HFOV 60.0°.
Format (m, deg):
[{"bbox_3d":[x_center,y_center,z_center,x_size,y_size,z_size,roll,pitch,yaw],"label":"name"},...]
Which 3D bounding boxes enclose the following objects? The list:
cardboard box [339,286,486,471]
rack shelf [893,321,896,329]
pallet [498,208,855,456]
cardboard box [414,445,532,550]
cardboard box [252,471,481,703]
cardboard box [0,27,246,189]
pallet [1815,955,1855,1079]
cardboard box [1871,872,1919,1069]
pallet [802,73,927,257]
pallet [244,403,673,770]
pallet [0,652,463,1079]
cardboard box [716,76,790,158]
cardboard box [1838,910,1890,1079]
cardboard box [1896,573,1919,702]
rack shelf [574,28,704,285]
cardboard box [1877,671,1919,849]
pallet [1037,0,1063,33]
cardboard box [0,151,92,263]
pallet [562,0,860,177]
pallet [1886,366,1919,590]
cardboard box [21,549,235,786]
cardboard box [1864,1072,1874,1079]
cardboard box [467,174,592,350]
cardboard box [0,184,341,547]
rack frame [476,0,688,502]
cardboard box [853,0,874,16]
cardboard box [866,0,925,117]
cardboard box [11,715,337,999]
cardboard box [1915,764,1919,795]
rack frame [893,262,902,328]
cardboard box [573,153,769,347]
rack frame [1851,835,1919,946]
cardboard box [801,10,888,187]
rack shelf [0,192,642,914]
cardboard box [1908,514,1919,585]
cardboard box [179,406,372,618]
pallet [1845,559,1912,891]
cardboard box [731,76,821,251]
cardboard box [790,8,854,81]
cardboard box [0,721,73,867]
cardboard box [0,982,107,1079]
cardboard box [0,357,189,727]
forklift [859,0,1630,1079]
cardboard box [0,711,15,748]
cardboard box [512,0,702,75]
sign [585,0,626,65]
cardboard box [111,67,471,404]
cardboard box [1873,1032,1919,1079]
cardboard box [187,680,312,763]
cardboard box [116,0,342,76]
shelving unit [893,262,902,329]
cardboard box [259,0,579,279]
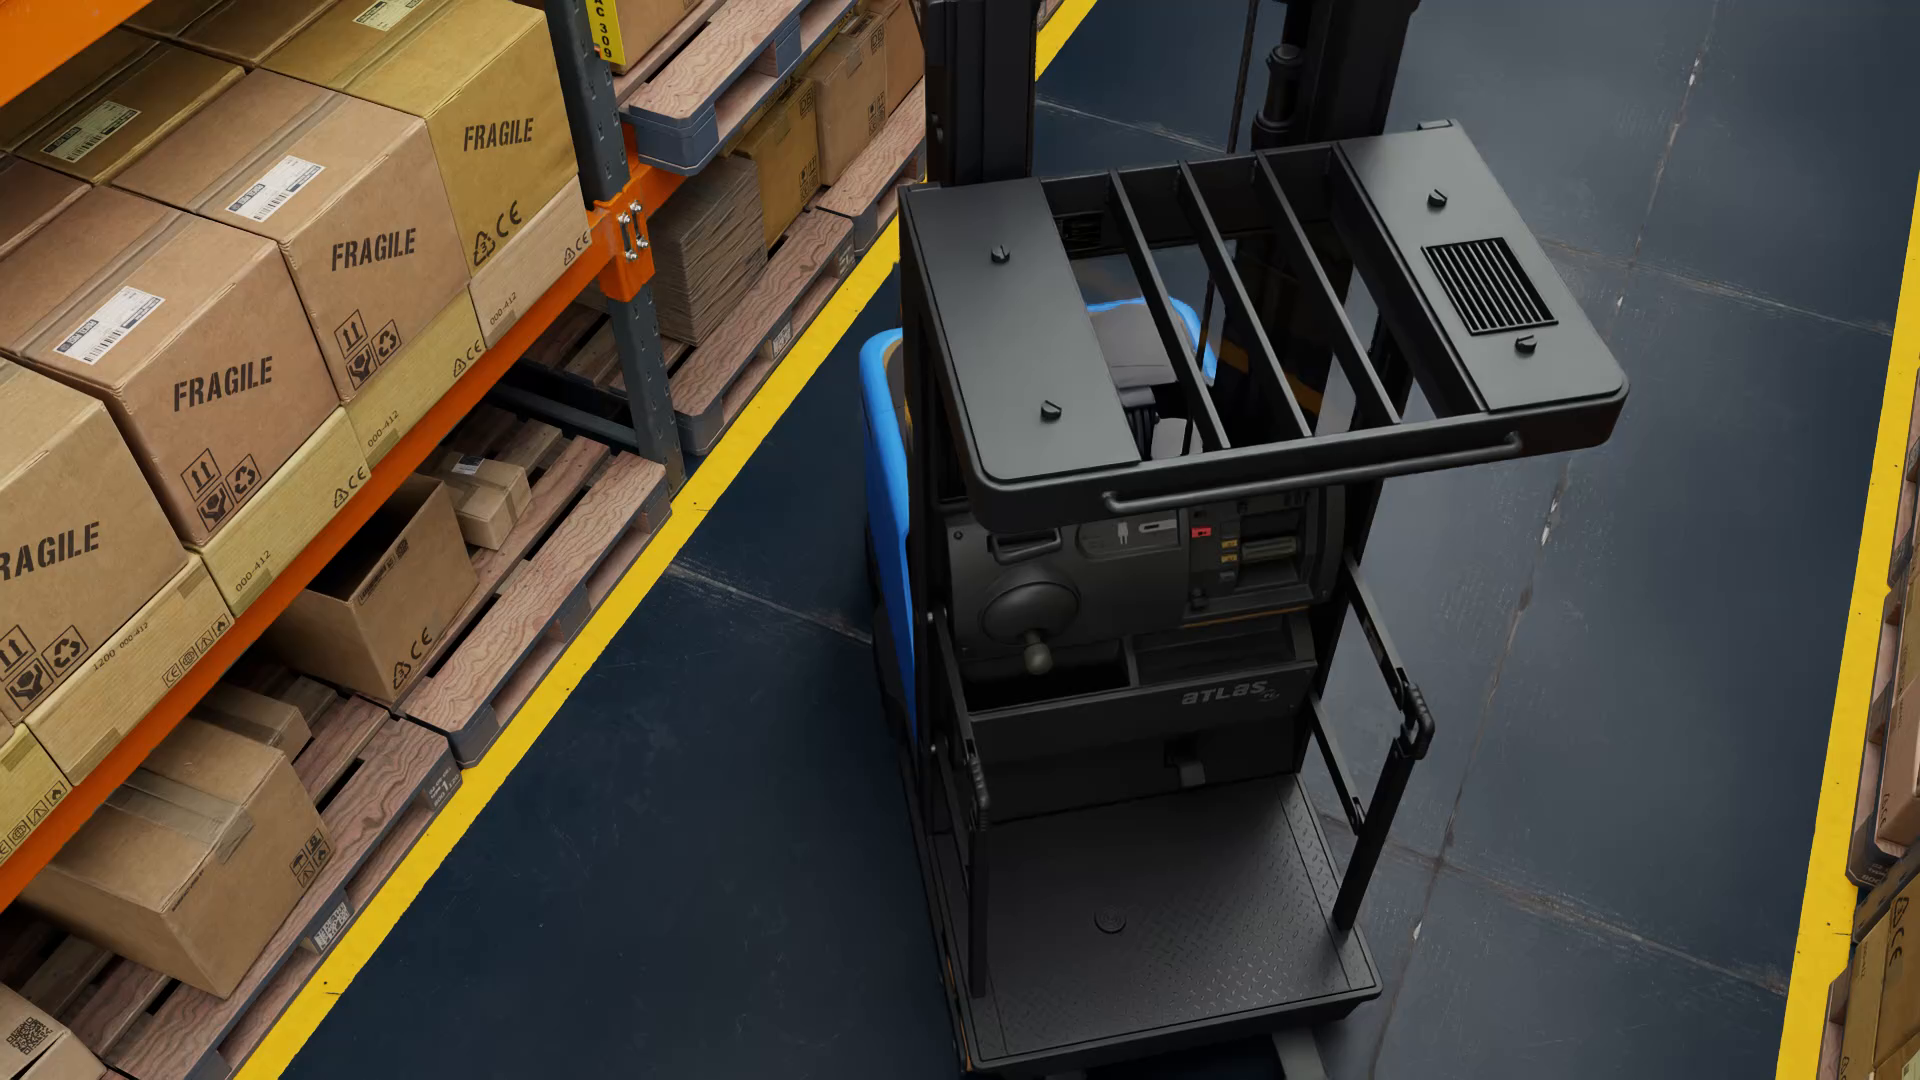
[{"bbox_3d":[-1.598,-0.497,4.289,0.500,0.250,0.500,20,52,16],"label":"cardboard box"},{"bbox_3d":[-0.060,-0.680,5.125,0.258,0.103,0.180,7,50,7],"label":"rack shelf"},{"bbox_3d":[-1.118,-0.938,6.409,1.003,0.211,1.213,20,52,16],"label":"pallet"},{"bbox_3d":[-1.651,-0.151,5.480,0.380,0.166,0.250,14,51,11],"label":"cardboard box"},{"bbox_3d":[-1.857,0.091,5.056,0.500,0.500,0.500,16,52,13],"label":"cardboard box"},{"bbox_3d":[-2.064,-0.895,4.135,0.500,0.500,0.500,20,52,16],"label":"cardboard box"},{"bbox_3d":[2.653,1.742,4.129,1.003,0.211,1.213,20,52,16],"label":"pallet"},{"bbox_3d":[2.550,1.034,3.938,0.500,0.500,0.500,20,52,16],"label":"cardboard box"},{"bbox_3d":[-0.598,-1.781,7.127,1.003,0.211,1.213,20,52,16],"label":"pallet"},{"bbox_3d":[-1.704,0.073,5.549,1.003,0.211,1.213,20,52,16],"label":"pallet"},{"bbox_3d":[-2.224,0.916,4.832,1.003,0.211,1.213,20,52,16],"label":"pallet"},{"bbox_3d":[-0.965,-1.697,6.084,0.500,0.250,0.500,19,52,15],"label":"cardboard box"},{"bbox_3d":[2.559,1.280,4.221,0.500,0.250,0.500,20,52,16],"label":"cardboard box"},{"bbox_3d":[3.164,0.332,5.028,0.500,0.250,0.500,19,52,16],"label":"cardboard box"},{"bbox_3d":[-0.595,-2.449,6.336,1.077,0.370,4.000,20,52,16],"label":"rack shelf"},{"bbox_3d":[2.946,0.680,4.732,0.500,0.250,0.500,19,52,16],"label":"cardboard box"},{"bbox_3d":[-0.076,-2.618,7.839,1.003,0.211,1.213,20,52,16],"label":"pallet"},{"bbox_3d":[-2.281,-0.553,3.844,0.500,0.500,0.500,21,53,17],"label":"cardboard box"},{"bbox_3d":[-0.991,-1.721,5.371,1.003,0.211,1.213,20,52,16],"label":"pallet"},{"bbox_3d":[3.830,-0.155,5.743,1.003,0.211,1.213,20,52,16],"label":"pallet"},{"bbox_3d":[-2.013,0.201,3.695,0.500,0.250,0.500,20,53,16],"label":"cardboard box"},{"bbox_3d":[2.341,1.623,3.929,0.500,0.250,0.500,20,52,16],"label":"cardboard box"},{"bbox_3d":[-1.378,-0.838,4.579,0.500,0.250,0.500,20,52,16],"label":"cardboard box"},{"bbox_3d":[-1.805,-0.390,3.706,0.500,0.500,0.500,18,52,15],"label":"cardboard box"},{"bbox_3d":[-1.450,-1.305,4.891,1.000,3.000,0.127,20,52,16],"label":"rack frame"},{"bbox_3d":[-0.517,-2.394,6.677,0.500,0.250,0.500,20,52,16],"label":"cardboard box"},{"bbox_3d":[-0.513,-2.210,7.014,0.700,0.500,0.500,20,52,16],"label":"cardboard box"},{"bbox_3d":[-2.179,0.789,4.462,0.700,0.500,0.500,17,52,14],"label":"cardboard box"},{"bbox_3d":[2.945,0.506,4.512,0.500,0.311,0.500,20,52,16],"label":"cardboard box"},{"bbox_3d":[-0.074,-0.406,5.306,0.240,1.200,0.006,7,50,7],"label":"rack frame"},{"bbox_3d":[-1.150,-1.149,6.111,0.700,0.500,0.500,21,53,17],"label":"cardboard box"},{"bbox_3d":[3.031,0.305,3.521,1.000,3.000,0.127,20,52,16],"label":"rack frame"},{"bbox_3d":[-0.720,-1.860,6.715,0.700,0.500,0.500,20,53,16],"label":"cardboard box"},{"bbox_3d":[-2.304,0.306,3.993,1.077,0.370,4.000,20,52,16],"label":"rack shelf"},{"bbox_3d":[3.382,-0.020,5.328,0.500,0.250,0.500,21,53,17],"label":"cardboard box"},{"bbox_3d":[-1.799,-0.146,3.990,0.500,0.250,0.500,20,52,16],"label":"cardboard box"},{"bbox_3d":[3.310,0.688,5.026,1.003,0.211,1.213,20,52,16],"label":"pallet"},{"bbox_3d":[-0.975,-1.522,6.428,0.700,0.500,0.500,19,52,15],"label":"cardboard box"},{"bbox_3d":[-0.746,-2.056,6.390,0.500,0.250,0.500,18,52,15],"label":"cardboard box"},{"bbox_3d":[-2.231,0.548,3.399,0.500,0.250,0.500,19,52,16],"label":"cardboard box"},{"bbox_3d":[-2.538,1.339,4.118,0.500,0.311,0.500,24,54,19],"label":"cardboard box"},{"bbox_3d":[-2.026,-0.032,3.401,0.500,0.500,0.500,21,53,17],"label":"cardboard box"},{"bbox_3d":[0.476,0.170,3.681,1.130,2.935,3.031,-8,50,-7],"label":"forklift"},{"bbox_3d":[-2.236,0.327,3.095,0.500,0.500,0.500,18,52,15],"label":"cardboard box"},{"bbox_3d":[-1.201,-1.819,4.974,0.700,0.500,0.500,20,52,16],"label":"cardboard box"},{"bbox_3d":[-0.956,-1.414,4.415,0.100,0.325,0.005,20,52,16],"label":"sign"},{"bbox_3d":[-1.580,-0.734,3.998,0.500,0.500,0.500,20,52,16],"label":"cardboard box"},{"bbox_3d":[2.343,1.381,3.643,0.500,0.500,0.500,20,52,16],"label":"cardboard box"},{"bbox_3d":[-2.151,0.572,4.877,0.380,0.149,0.250,16,51,13],"label":"cardboard box"},{"bbox_3d":[-1.839,-1.250,4.437,0.500,0.500,0.500,19,52,15],"label":"cardboard box"},{"bbox_3d":[-0.058,-0.475,5.365,0.258,1.200,0.189,7,50,7],"label":"shelving unit"},{"bbox_3d":[-1.372,-1.079,4.292,0.500,0.500,0.500,20,52,16],"label":"cardboard box"}]
